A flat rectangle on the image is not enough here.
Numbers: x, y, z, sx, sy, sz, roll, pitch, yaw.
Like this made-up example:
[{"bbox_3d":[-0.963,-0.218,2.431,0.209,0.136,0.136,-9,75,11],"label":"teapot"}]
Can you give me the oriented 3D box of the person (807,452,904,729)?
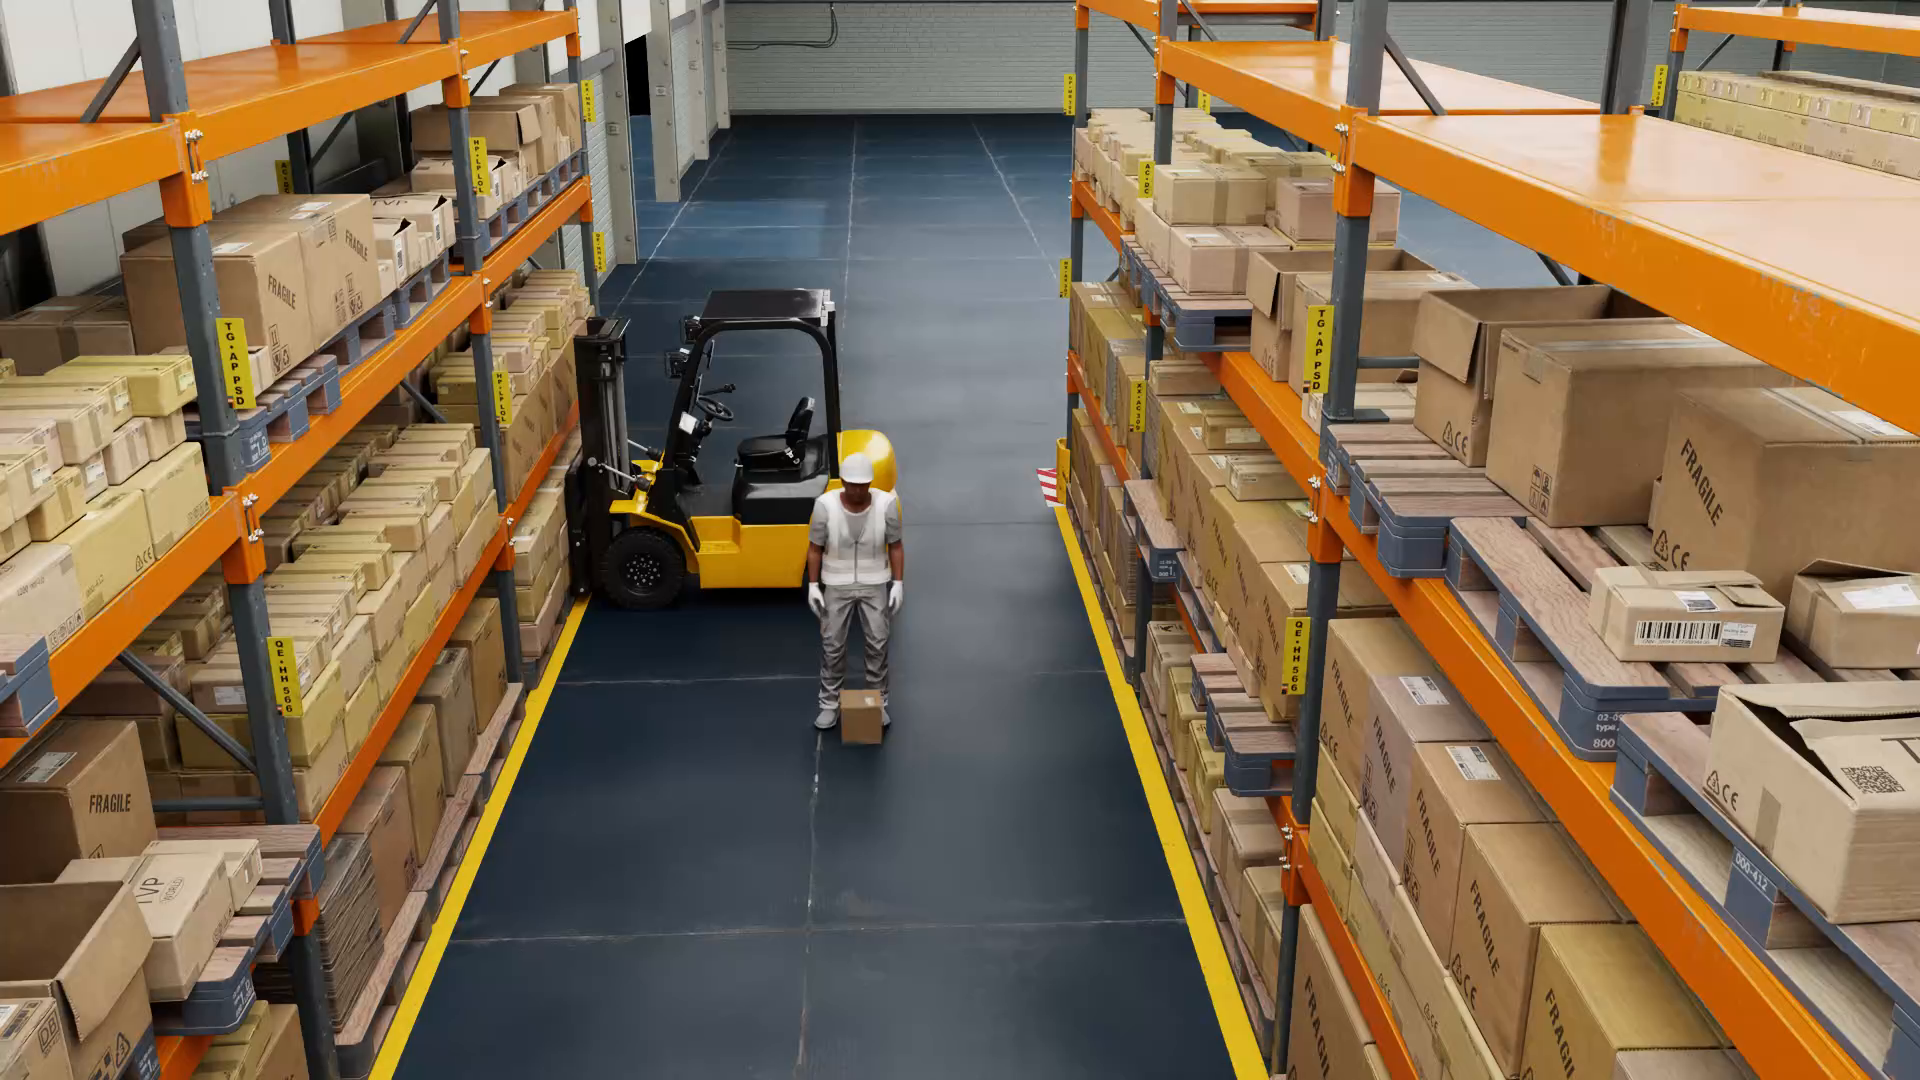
[{"bbox_3d":[-0.639,0.299,10.247,0.598,1.774,0.442,-2,20,-5],"label":"person"}]
